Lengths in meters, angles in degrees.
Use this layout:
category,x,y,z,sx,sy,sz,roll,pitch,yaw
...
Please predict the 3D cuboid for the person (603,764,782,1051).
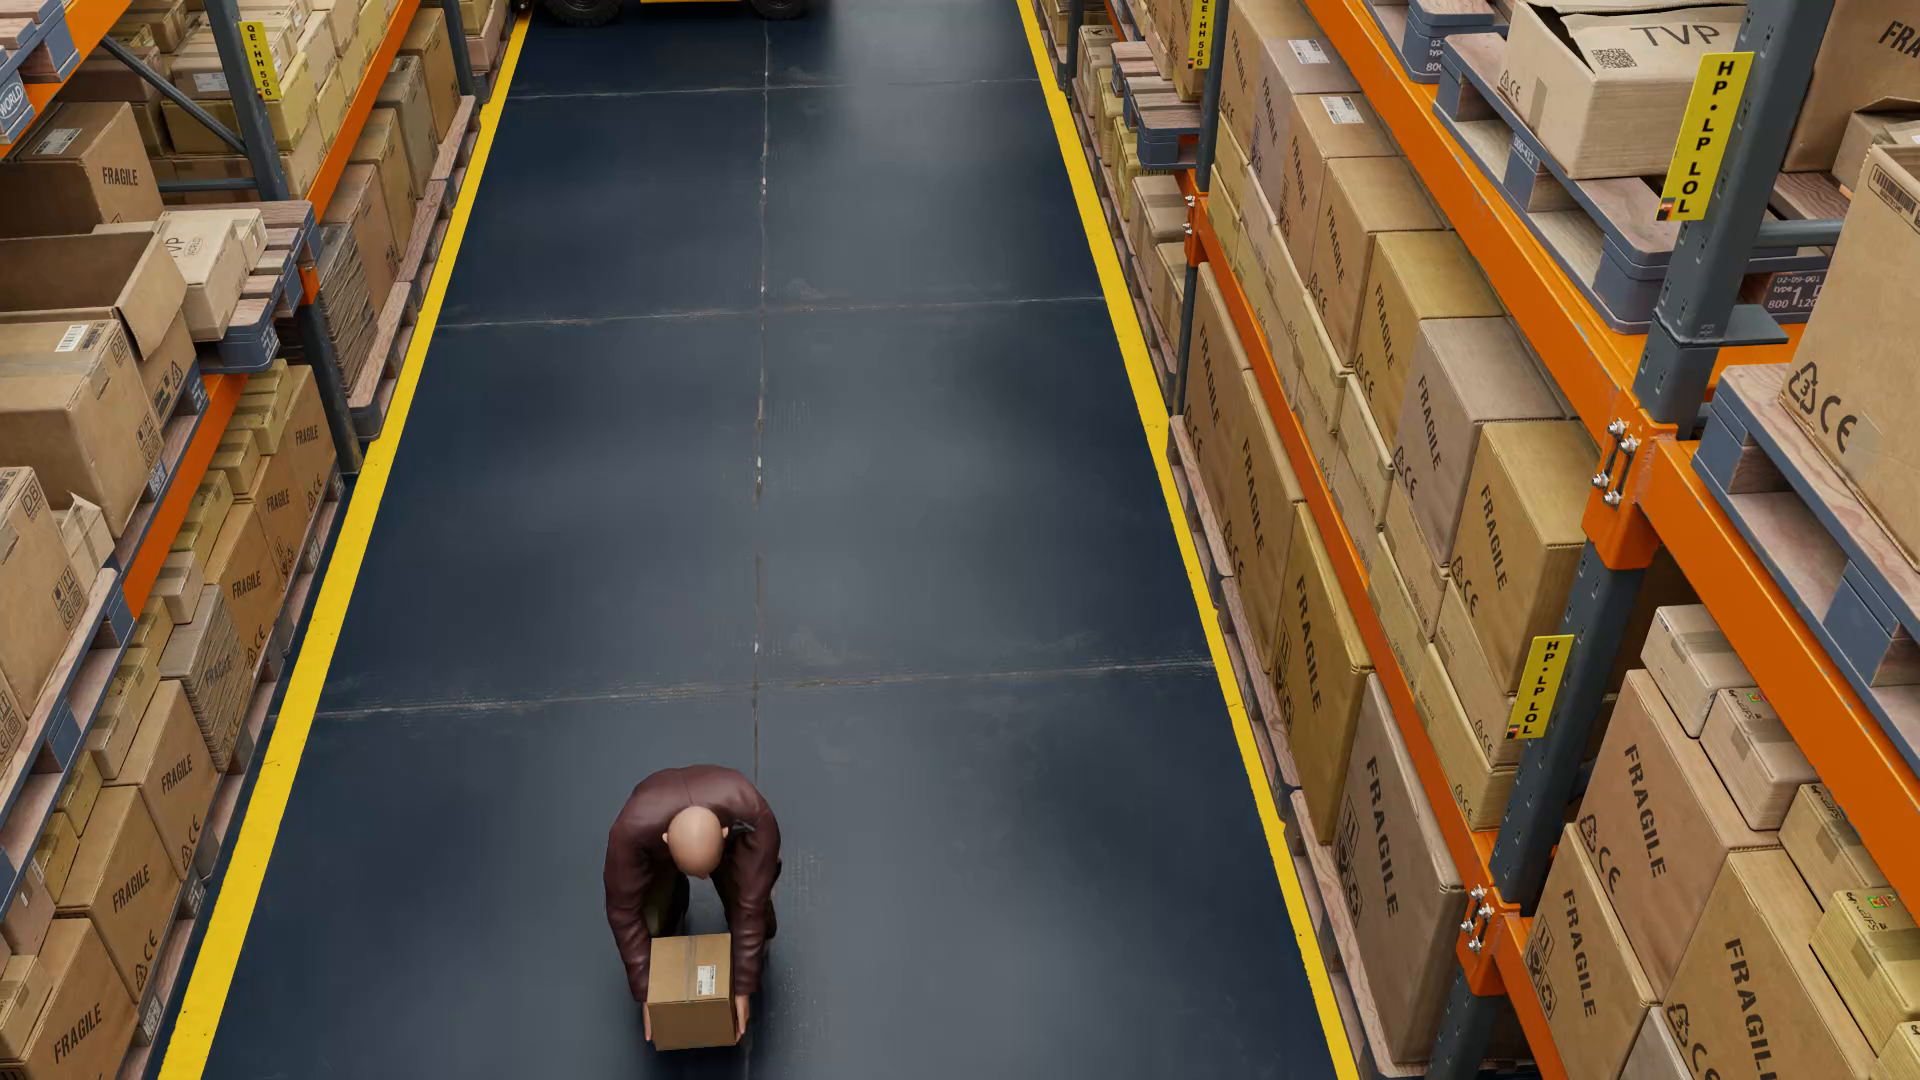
category,x,y,z,sx,sy,sz,roll,pitch,yaw
person,-0.874,1.083,5.447,0.591,0.989,0.905,-3,39,-4
